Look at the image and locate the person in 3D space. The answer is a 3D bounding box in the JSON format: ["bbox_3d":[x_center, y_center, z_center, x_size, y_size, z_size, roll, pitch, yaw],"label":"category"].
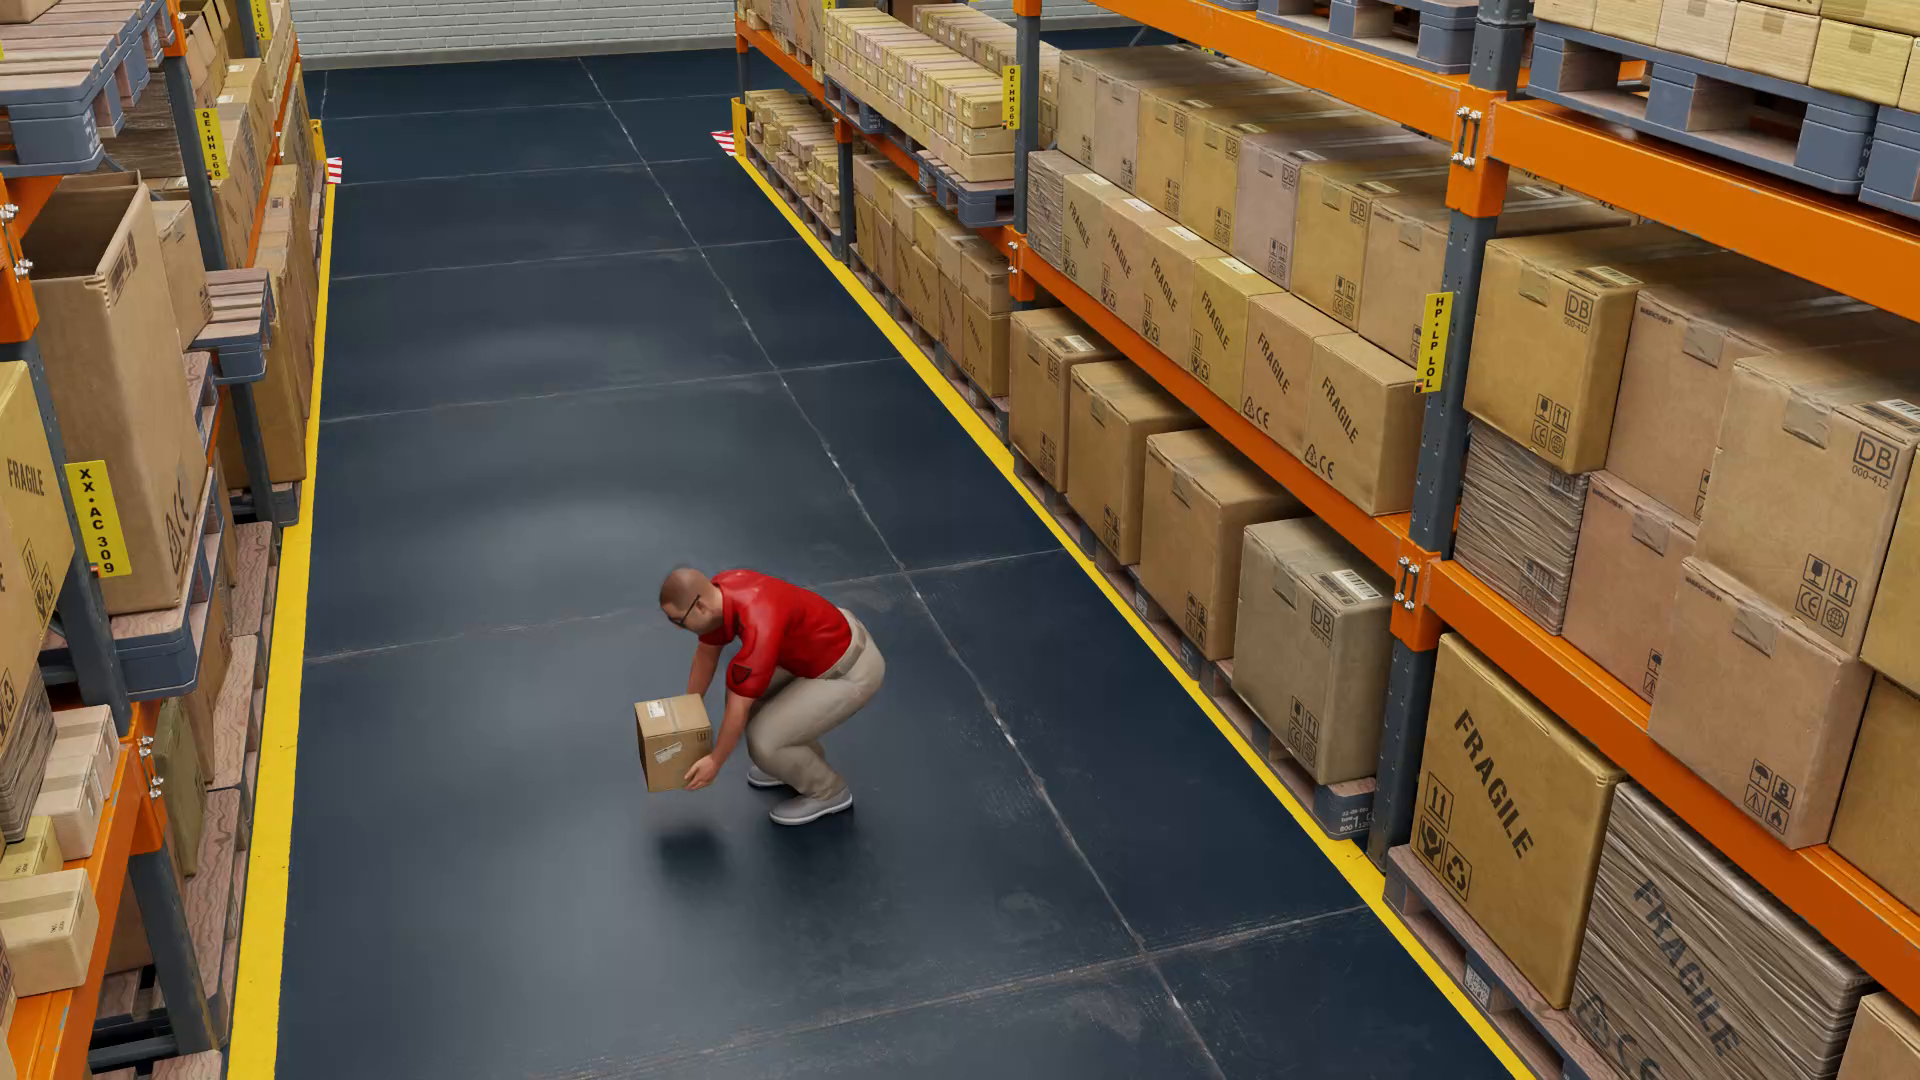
[{"bbox_3d":[-0.698,0.541,6.267,0.844,1.085,0.568,-8,27,-16],"label":"person"}]
